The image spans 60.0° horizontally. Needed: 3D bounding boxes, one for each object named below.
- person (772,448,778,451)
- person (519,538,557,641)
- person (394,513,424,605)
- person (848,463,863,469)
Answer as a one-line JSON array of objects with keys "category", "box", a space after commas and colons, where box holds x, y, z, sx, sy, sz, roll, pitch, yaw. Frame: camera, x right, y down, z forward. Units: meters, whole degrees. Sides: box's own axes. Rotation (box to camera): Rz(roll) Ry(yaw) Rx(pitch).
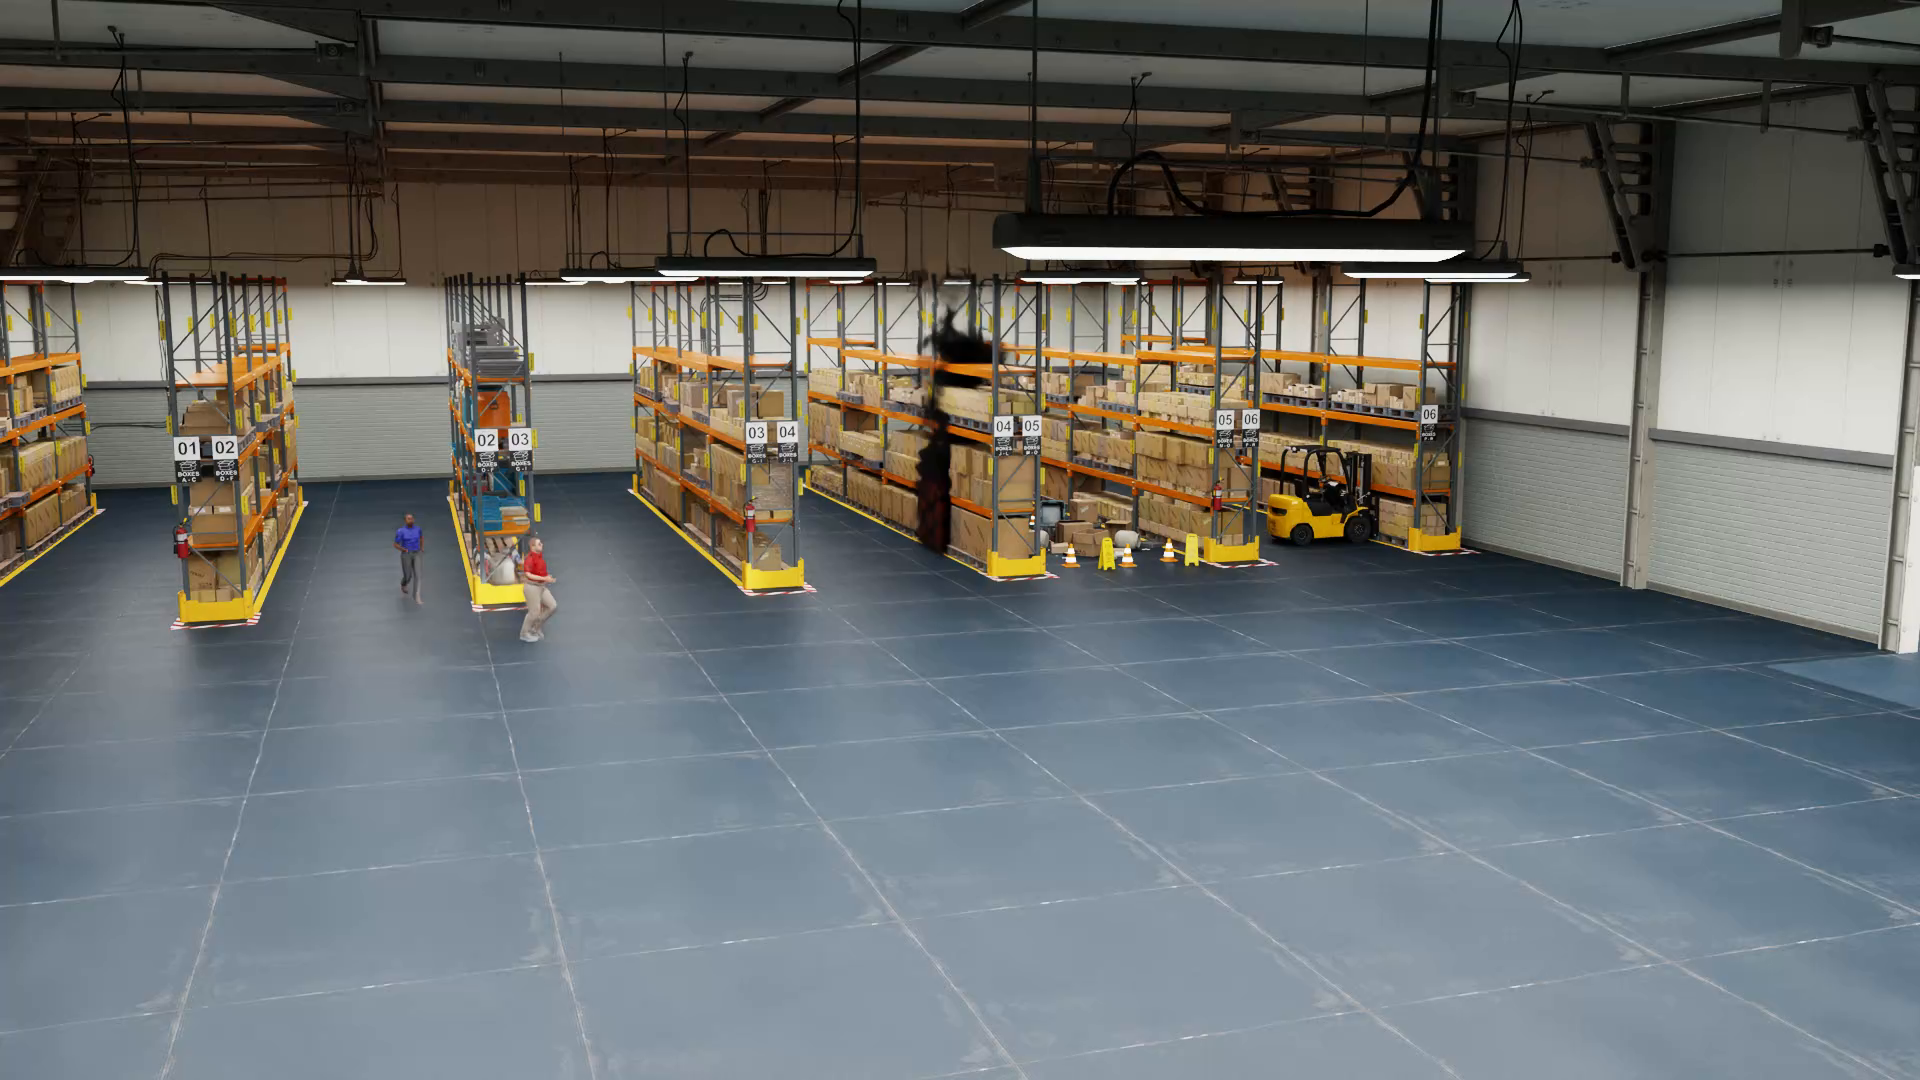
[{"category": "person", "box": [-5.537, -2.501, 49.032, 0.823, 1.733, 0.809, -6, 10, -33]}, {"category": "person", "box": [-6.869, 0.817, 27.071, 0.675, 1.715, 0.641, 1, 9, 9]}, {"category": "person", "box": [-10.084, 0.324, 30.539, 0.579, 1.650, 0.851, -6, 10, -33]}, {"category": "person", "box": [-3.187, -2.600, 49.879, 0.670, 1.657, 0.782, 4, 10, 27]}]
